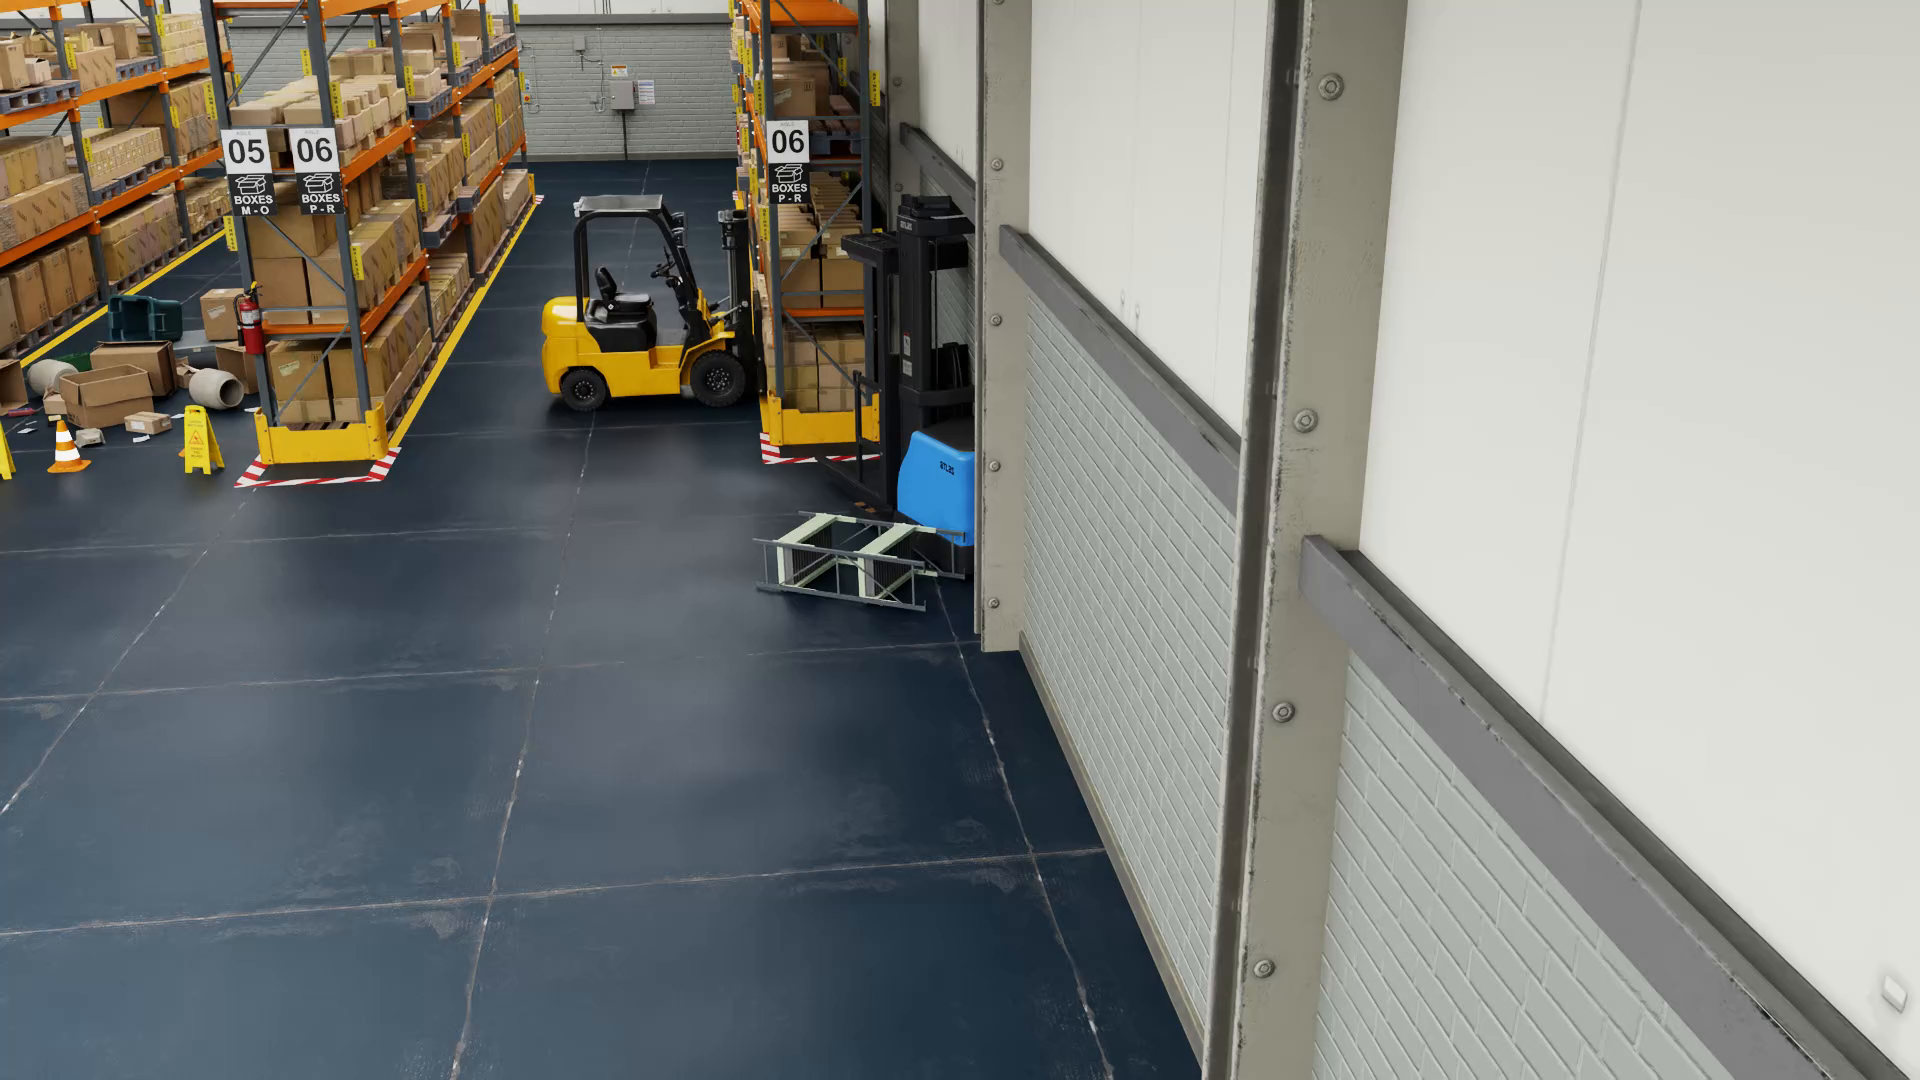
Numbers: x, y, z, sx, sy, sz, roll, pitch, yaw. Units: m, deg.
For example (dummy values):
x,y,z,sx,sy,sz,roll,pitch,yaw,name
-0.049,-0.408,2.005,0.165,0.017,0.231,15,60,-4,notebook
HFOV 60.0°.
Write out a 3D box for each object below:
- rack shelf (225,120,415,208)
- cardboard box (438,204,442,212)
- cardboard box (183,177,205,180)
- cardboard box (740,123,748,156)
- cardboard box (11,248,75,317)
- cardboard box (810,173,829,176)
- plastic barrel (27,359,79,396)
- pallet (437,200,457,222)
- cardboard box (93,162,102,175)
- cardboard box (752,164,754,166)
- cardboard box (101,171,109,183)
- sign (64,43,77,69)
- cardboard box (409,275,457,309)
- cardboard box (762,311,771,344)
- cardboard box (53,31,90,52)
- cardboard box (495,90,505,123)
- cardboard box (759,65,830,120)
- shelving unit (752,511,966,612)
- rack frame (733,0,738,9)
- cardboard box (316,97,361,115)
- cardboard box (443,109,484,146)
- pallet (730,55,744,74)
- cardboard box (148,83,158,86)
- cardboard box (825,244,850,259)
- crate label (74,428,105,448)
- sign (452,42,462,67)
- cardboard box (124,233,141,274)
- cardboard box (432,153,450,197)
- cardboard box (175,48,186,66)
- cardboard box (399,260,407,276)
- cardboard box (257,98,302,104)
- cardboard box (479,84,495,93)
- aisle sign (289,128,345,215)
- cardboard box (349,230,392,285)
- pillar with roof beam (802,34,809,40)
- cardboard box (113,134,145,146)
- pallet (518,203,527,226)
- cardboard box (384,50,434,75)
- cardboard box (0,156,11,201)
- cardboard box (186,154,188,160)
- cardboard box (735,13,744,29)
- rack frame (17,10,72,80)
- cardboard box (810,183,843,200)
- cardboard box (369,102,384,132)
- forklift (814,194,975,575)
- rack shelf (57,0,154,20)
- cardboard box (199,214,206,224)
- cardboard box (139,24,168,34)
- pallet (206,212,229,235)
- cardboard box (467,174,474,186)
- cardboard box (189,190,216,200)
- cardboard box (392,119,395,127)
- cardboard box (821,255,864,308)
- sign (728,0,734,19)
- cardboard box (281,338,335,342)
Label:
x,y,z,sx,sy,sz,roll,pitch,yaw,name
-6.569,-3.966,17.362,1.077,0.370,4.000,-3,21,-8,rack shelf
-6.798,-4.234,21.099,0.380,0.149,0.250,-3,21,-7,cardboard box
-13.732,-6.401,29.766,0.380,0.149,0.250,-4,21,-10,cardboard box
-3.063,-6.225,25.927,0.700,0.500,0.500,-3,21,-8,cardboard box
-12.190,-3.315,21.494,1.050,0.750,0.750,-3,21,-7,cardboard box
-1.864,-4.594,21.234,0.380,0.149,0.250,-3,21,-8,cardboard box
-10.060,-1.783,18.459,0.512,0.421,0.421,12,24,30,plastic barrel
-7.108,-4.202,21.527,1.003,0.211,1.213,-3,21,-8,pallet
-12.230,-5.180,23.206,0.380,0.149,0.250,-2,21,-5,cardboard box
-2.630,-5.051,23.027,0.500,0.250,0.500,-2,21,-6,cardboard box
-12.261,-5.121,23.472,0.380,0.149,0.250,-2,21,-5,cardboard box
-11.768,-6.400,21.999,0.100,0.325,0.005,-3,21,-8,sign
-7.145,-3.226,21.797,0.950,0.372,0.625,-2,21,-6,cardboard box
-1.907,-2.328,18.137,0.500,0.250,0.500,-3,21,-7,cardboard box
-12.178,-6.833,22.775,0.396,0.266,0.258,-3,21,-8,cardboard box
-7.907,-7.227,27.782,0.500,0.500,0.500,-3,21,-8,cardboard box
-1.723,-4.653,17.288,0.700,0.500,0.500,-3,21,-7,cardboard box
-0.796,0.151,13.216,1.500,0.431,0.755,7,21,23,shelving unit
-3.676,-10.807,30.363,1.000,3.000,0.127,-3,21,-8,rack frame
-6.120,-4.266,16.358,0.380,0.149,0.250,-3,21,-8,cardboard box
-7.473,-6.199,25.029,0.500,0.500,0.500,-3,21,-7,cardboard box
-2.923,-7.340,25.638,1.213,0.211,1.003,-3,21,-8,pallet
-13.370,-7.235,27.378,0.500,0.500,0.500,-2,21,-6,cardboard box
-1.162,-2.938,16.799,0.380,0.149,0.250,-3,21,-9,cardboard box
-8.844,-1.043,16.887,0.250,0.136,0.298,-15,25,-35,crate label
-6.897,-6.649,22.779,0.100,0.325,0.005,-3,21,-8,sign
-12.243,-4.148,24.080,0.500,0.500,0.500,-3,21,-7,cardboard box
-6.857,-4.672,21.344,0.500,0.500,0.500,-4,21,-10,cardboard box
-12.782,-7.757,26.698,0.500,0.250,0.500,-3,21,-9,cardboard box
-6.360,-3.025,18.461,0.380,0.149,0.250,-3,21,-9,cardboard box
-6.662,-4.237,16.281,0.380,0.149,0.250,-3,21,-7,cardboard box
-7.852,-7.389,27.288,0.380,0.149,0.250,-3,21,-7,cardboard box
-5.965,-3.417,15.436,0.394,0.787,0.004,-3,21,-8,aisle sign
-6.227,-2.925,17.266,0.500,0.500,0.500,-3,21,-9,cardboard box
-7.433,-11.569,32.403,9.100,9.000,0.400,-3,21,-8,pillar with roof beam
-12.531,-6.030,25.057,0.380,0.149,0.250,-3,21,-8,cardboard box
-8.222,-5.744,29.368,1.003,0.211,1.213,-3,21,-8,pallet
-6.627,-5.750,20.012,0.500,0.250,0.500,-3,21,-9,cardboard box
-11.967,-4.345,20.065,0.700,0.500,0.500,-3,21,-7,cardboard box
-12.813,-6.247,27.089,0.380,0.149,0.250,-4,21,-10,cardboard box
-3.402,-8.354,26.682,0.396,0.266,0.258,-3,21,-8,cardboard box
-12.318,-7.501,21.511,1.000,3.000,0.127,-3,21,-8,rack frame
-1.555,-4.056,19.369,0.380,0.149,0.250,-3,21,-8,cardboard box
-6.306,-4.398,17.280,0.500,0.250,0.500,-2,21,-7,cardboard box
-0.322,-1.561,14.282,1.130,2.935,3.031,-12,24,-29,forklift
-12.606,-7.669,23.561,1.077,0.370,4.000,-3,21,-8,rack shelf
-12.841,-5.339,27.774,0.380,0.149,0.250,-3,21,-9,cardboard box
-12.703,-8.040,26.172,0.380,0.149,0.250,-4,21,-10,cardboard box
-13.206,-5.423,28.508,1.003,0.211,1.213,-3,21,-8,pallet
-7.256,-5.087,23.837,0.500,0.250,0.500,-3,21,-9,cardboard box
-12.939,-5.887,28.389,0.380,0.149,0.250,-3,21,-7,cardboard box
-6.561,-4.692,18.637,0.380,0.149,0.250,-3,21,-7,cardboard box
-1.166,-2.689,17.060,0.500,0.500,0.500,-2,21,-6,cardboard box
-4.213,-9.784,30.662,0.100,0.325,0.005,-3,21,-8,sign
-6.733,-1.910,17.374,0.500,0.500,0.500,-2,21,-6,cardboard box
